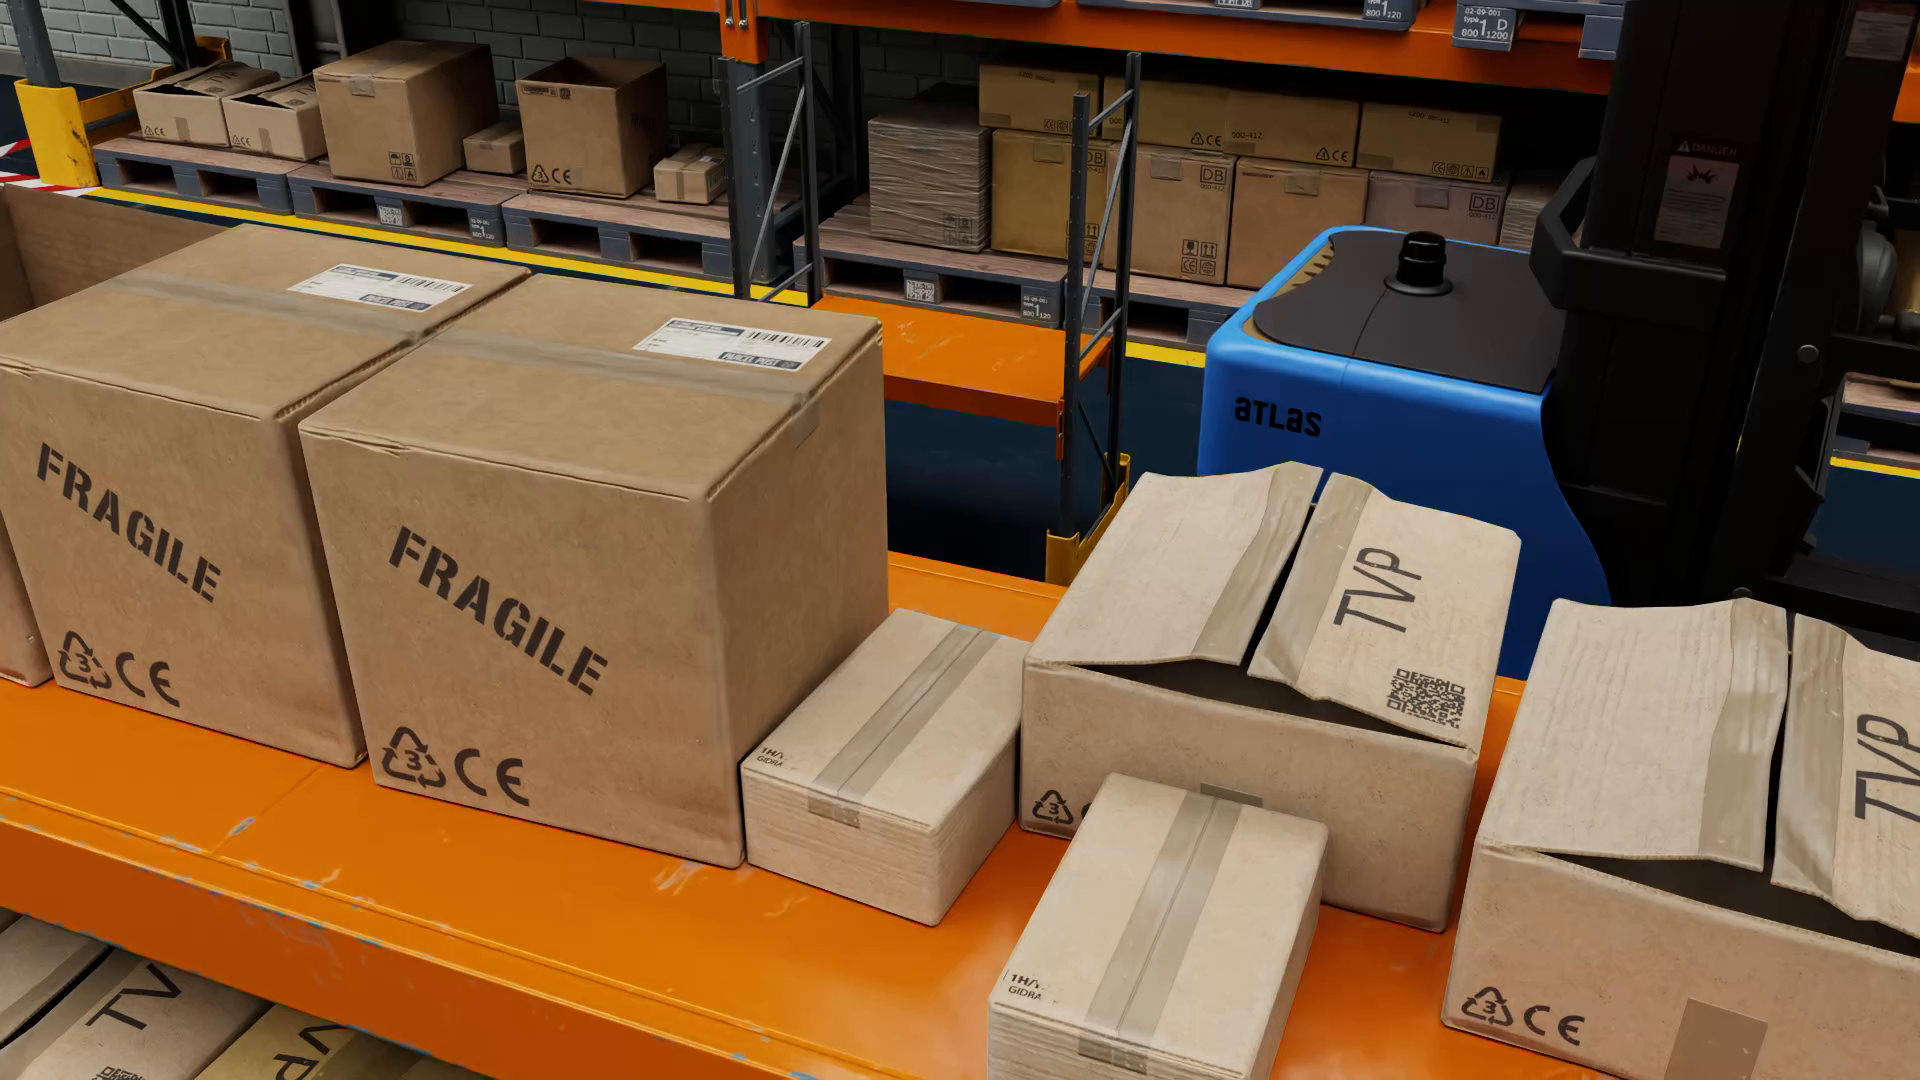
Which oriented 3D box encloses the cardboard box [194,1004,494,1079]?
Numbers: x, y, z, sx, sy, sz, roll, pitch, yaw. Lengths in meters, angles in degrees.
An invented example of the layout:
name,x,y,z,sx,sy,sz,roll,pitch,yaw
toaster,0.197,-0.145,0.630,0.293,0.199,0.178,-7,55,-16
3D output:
name,x,y,z,sx,sy,sz,roll,pitch,yaw
cardboard box,-0.844,0.863,2.472,0.500,0.311,0.500,12,32,20

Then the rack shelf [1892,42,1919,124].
name,x,y,z,sx,sy,sz,roll,pitch,yaw
rack shelf,4.860,-1.217,5.086,4.000,0.370,1.077,11,31,19

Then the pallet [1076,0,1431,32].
name,x,y,z,sx,sy,sz,roll,pitch,yaw
pallet,1.157,-2.164,6.225,1.213,0.211,1.003,11,31,19

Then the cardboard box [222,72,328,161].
name,x,y,z,sx,sy,sz,roll,pitch,yaw
cardboard box,-3.271,-2.127,8.250,0.500,0.311,0.500,14,32,23

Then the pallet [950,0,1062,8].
name,x,y,z,sx,sy,sz,roll,pitch,yaw
pallet,-0.046,-2.349,6.552,1.213,0.211,1.003,11,31,19

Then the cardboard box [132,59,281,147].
name,x,y,z,sx,sy,sz,roll,pitch,yaw
cardboard box,-3.799,-2.232,8.436,0.500,0.311,0.500,8,30,13

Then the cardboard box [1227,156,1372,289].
name,x,y,z,sx,sy,sz,roll,pitch,yaw
cardboard box,1.415,-1.340,6.666,0.500,0.500,0.700,11,31,19

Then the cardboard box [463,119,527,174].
name,x,y,z,sx,sy,sz,roll,pitch,yaw
cardboard box,-2.174,-1.896,8.005,0.250,0.149,0.380,9,31,15

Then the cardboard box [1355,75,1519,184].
name,x,y,z,sx,sy,sz,roll,pitch,yaw
cardboard box,1.815,-1.573,6.316,0.500,0.250,0.500,12,32,20

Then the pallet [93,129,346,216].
name,x,y,z,sx,sy,sz,roll,pitch,yaw
pallet,-3.596,-1.986,8.549,1.213,0.211,1.003,11,31,19

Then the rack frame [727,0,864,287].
name,x,y,z,sx,sy,sz,roll,pitch,yaw
rack frame,-0.700,-2.640,6.873,0.127,3.000,1.000,11,31,19

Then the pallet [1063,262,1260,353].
name,x,y,z,sx,sy,sz,roll,pitch,yaw
pallet,1.157,-1.058,6.907,1.213,0.211,1.003,11,31,19

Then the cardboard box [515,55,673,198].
name,x,y,z,sx,sy,sz,roll,pitch,yaw
cardboard box,-1.676,-1.917,7.687,0.500,0.500,0.500,9,31,15

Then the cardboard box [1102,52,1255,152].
name,x,y,z,sx,sy,sz,roll,pitch,yaw
cardboard box,0.881,-1.767,6.659,0.500,0.250,0.500,10,31,18

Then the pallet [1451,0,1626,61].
name,x,y,z,sx,sy,sz,roll,pitch,yaw
pallet,2.306,-1.900,5.758,1.003,0.211,1.213,11,31,19

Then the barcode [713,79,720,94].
name,x,y,z,sx,sy,sz,roll,pitch,yaw
barcode,-1.110,-2.092,7.671,0.075,0.075,0.001,11,31,19

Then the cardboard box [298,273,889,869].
name,x,y,z,sx,sy,sz,roll,pitch,yaw
cardboard box,-0.413,0.013,2.077,0.500,0.500,0.500,10,31,16

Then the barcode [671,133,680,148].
name,x,y,z,sx,sy,sz,roll,pitch,yaw
barcode,-1.375,-1.916,7.969,0.075,0.075,0.001,11,31,19

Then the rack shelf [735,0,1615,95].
name,x,y,z,sx,sy,sz,roll,pitch,yaw
rack shelf,1.154,-1.957,6.395,4.000,0.370,1.077,11,31,19

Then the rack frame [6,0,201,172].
name,x,y,z,sx,sy,sz,roll,pitch,yaw
rack frame,-4.406,-3.380,8.182,0.127,3.000,1.000,11,31,19

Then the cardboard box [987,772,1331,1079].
name,x,y,z,sx,sy,sz,roll,pitch,yaw
cardboard box,0.211,0.428,1.699,0.250,0.149,0.380,11,31,19

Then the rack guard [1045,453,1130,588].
name,x,y,z,sx,sy,sz,roll,pitch,yaw
rack guard,0.391,-0.031,5.050,0.087,0.250,0.587,11,31,19

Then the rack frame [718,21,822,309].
name,x,y,z,sx,sy,sz,roll,pitch,yaw
rack frame,-0.550,-0.763,5.075,0.032,1.500,0.500,11,31,19

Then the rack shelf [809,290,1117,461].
name,x,y,z,sx,sy,sz,roll,pitch,yaw
rack shelf,-0.079,-0.512,4.997,1.000,0.185,0.538,11,31,19

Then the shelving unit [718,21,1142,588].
name,x,y,z,sx,sy,sz,roll,pitch,yaw
shelving unit,-0.071,-0.667,4.906,1.083,1.500,0.587,11,31,19

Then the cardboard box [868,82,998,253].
name,x,y,z,sx,sy,sz,roll,pitch,yaw
cardboard box,-0.011,-1.615,7.152,0.500,0.500,0.700,12,32,21

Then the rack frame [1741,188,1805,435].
name,x,y,z,sx,sy,sz,roll,pitch,yaw
rack frame,3.007,-1.900,5.563,0.127,3.000,1.000,11,31,19

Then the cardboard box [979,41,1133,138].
name,x,y,z,sx,sy,sz,roll,pitch,yaw
cardboard box,0.398,-1.861,6.826,0.500,0.250,0.500,11,31,18

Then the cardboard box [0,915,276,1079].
name,x,y,z,sx,sy,sz,roll,pitch,yaw
cardboard box,-1.327,0.770,2.638,0.500,0.311,0.500,10,31,17

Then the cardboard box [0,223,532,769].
name,x,y,z,sx,sy,sz,roll,pitch,yaw
cardboard box,-0.901,-0.085,2.250,0.500,0.500,0.500,11,31,19

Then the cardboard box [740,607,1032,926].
name,x,y,z,sx,sy,sz,roll,pitch,yaw
cardboard box,-0.055,0.258,2.000,0.250,0.149,0.380,14,32,23

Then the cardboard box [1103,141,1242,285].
name,x,y,z,sx,sy,sz,roll,pitch,yaw
cardboard box,0.944,-1.429,6.824,0.500,0.500,0.700,12,32,20

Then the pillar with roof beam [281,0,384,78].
name,x,y,z,sx,sy,sz,roll,pitch,yaw
pillar with roof beam,-5.051,-4.294,3.702,0.400,9.000,9.100,11,31,19

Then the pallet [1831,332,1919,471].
name,x,y,z,sx,sy,sz,roll,pitch,yaw
pallet,3.709,-0.506,5.931,1.213,0.211,1.003,11,31,19

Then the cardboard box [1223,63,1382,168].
name,x,y,z,sx,sy,sz,roll,pitch,yaw
cardboard box,1.337,-1.666,6.481,0.500,0.250,0.500,11,31,19

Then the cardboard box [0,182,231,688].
name,x,y,z,sx,sy,sz,roll,pitch,yaw
cardboard box,-1.365,-0.177,2.414,0.500,0.500,0.500,14,32,23

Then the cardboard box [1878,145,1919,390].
name,x,y,z,sx,sy,sz,roll,pitch,yaw
cardboard box,3.639,-0.951,5.642,0.750,0.750,0.750,11,31,18

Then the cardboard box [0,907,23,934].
name,x,y,z,sx,sy,sz,roll,pitch,yaw
cardboard box,-1.808,0.674,2.806,0.500,0.311,0.500,11,31,19

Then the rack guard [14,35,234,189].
name,x,y,z,sx,sy,sz,roll,pitch,yaw
rack guard,-4.336,-2.278,8.772,0.348,0.500,1.175,11,31,19

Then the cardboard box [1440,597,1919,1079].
name,x,y,z,sx,sy,sz,roll,pitch,yaw
cardboard box,0.827,0.311,1.742,0.500,0.311,0.500,13,32,22

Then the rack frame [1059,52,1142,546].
name,x,y,z,sx,sy,sz,roll,pitch,yaw
rack frame,0.392,-0.575,4.742,0.032,1.500,0.500,11,31,19

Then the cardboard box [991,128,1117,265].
name,x,y,z,sx,sy,sz,roll,pitch,yaw
cardboard box,0.486,-1.542,7.023,0.500,0.500,0.700,11,31,18

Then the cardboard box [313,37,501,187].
name,x,y,z,sx,sy,sz,roll,pitch,yaw
cardboard box,-2.610,-2.050,7.923,0.500,0.500,0.700,9,31,16

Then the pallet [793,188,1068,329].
name,x,y,z,sx,sy,sz,roll,pitch,yaw
pallet,0.022,-1.283,7.305,1.213,0.211,1.003,11,31,19

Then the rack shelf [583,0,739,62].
name,x,y,z,sx,sy,sz,roll,pitch,yaw
rack shelf,-2.553,-2.697,7.704,4.000,0.370,1.077,11,31,19

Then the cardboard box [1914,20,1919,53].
name,x,y,z,sx,sy,sz,roll,pitch,yaw
cardboard box,3.225,-1.633,5.326,0.250,0.149,0.380,11,31,18

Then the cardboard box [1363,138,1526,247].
name,x,y,z,sx,sy,sz,roll,pitch,yaw
cardboard box,1.886,-1.261,6.526,0.500,0.500,0.700,11,31,19

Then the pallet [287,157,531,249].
name,x,y,z,sx,sy,sz,roll,pitch,yaw
pallet,-2.470,-1.759,8.148,1.213,0.211,1.003,11,31,19

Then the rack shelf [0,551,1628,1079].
name,x,y,z,sx,sy,sz,roll,pitch,yaw
rack shelf,-0.705,0.240,2.362,3.687,0.071,0.831,11,31,19

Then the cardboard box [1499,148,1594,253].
name,x,y,z,sx,sy,sz,roll,pitch,yaw
cardboard box,2.320,-1.113,6.264,0.500,0.500,0.700,12,32,20

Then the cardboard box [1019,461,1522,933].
name,x,y,z,sx,sy,sz,roll,pitch,yaw
cardboard box,0.392,0.144,2.037,0.500,0.311,0.500,11,31,19

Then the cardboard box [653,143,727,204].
name,x,y,z,sx,sy,sz,roll,pitch,yaw
cardboard box,-1.207,-1.684,7.612,0.250,0.166,0.380,7,30,13

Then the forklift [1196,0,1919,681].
name,x,y,z,sx,sy,sz,roll,pitch,yaw
forklift,2.117,-0.683,3.480,3.031,2.935,1.130,15,33,25

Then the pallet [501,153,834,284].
name,x,y,z,sx,sy,sz,roll,pitch,yaw
pallet,-1.335,-1.534,7.750,1.213,0.211,1.003,11,31,19
